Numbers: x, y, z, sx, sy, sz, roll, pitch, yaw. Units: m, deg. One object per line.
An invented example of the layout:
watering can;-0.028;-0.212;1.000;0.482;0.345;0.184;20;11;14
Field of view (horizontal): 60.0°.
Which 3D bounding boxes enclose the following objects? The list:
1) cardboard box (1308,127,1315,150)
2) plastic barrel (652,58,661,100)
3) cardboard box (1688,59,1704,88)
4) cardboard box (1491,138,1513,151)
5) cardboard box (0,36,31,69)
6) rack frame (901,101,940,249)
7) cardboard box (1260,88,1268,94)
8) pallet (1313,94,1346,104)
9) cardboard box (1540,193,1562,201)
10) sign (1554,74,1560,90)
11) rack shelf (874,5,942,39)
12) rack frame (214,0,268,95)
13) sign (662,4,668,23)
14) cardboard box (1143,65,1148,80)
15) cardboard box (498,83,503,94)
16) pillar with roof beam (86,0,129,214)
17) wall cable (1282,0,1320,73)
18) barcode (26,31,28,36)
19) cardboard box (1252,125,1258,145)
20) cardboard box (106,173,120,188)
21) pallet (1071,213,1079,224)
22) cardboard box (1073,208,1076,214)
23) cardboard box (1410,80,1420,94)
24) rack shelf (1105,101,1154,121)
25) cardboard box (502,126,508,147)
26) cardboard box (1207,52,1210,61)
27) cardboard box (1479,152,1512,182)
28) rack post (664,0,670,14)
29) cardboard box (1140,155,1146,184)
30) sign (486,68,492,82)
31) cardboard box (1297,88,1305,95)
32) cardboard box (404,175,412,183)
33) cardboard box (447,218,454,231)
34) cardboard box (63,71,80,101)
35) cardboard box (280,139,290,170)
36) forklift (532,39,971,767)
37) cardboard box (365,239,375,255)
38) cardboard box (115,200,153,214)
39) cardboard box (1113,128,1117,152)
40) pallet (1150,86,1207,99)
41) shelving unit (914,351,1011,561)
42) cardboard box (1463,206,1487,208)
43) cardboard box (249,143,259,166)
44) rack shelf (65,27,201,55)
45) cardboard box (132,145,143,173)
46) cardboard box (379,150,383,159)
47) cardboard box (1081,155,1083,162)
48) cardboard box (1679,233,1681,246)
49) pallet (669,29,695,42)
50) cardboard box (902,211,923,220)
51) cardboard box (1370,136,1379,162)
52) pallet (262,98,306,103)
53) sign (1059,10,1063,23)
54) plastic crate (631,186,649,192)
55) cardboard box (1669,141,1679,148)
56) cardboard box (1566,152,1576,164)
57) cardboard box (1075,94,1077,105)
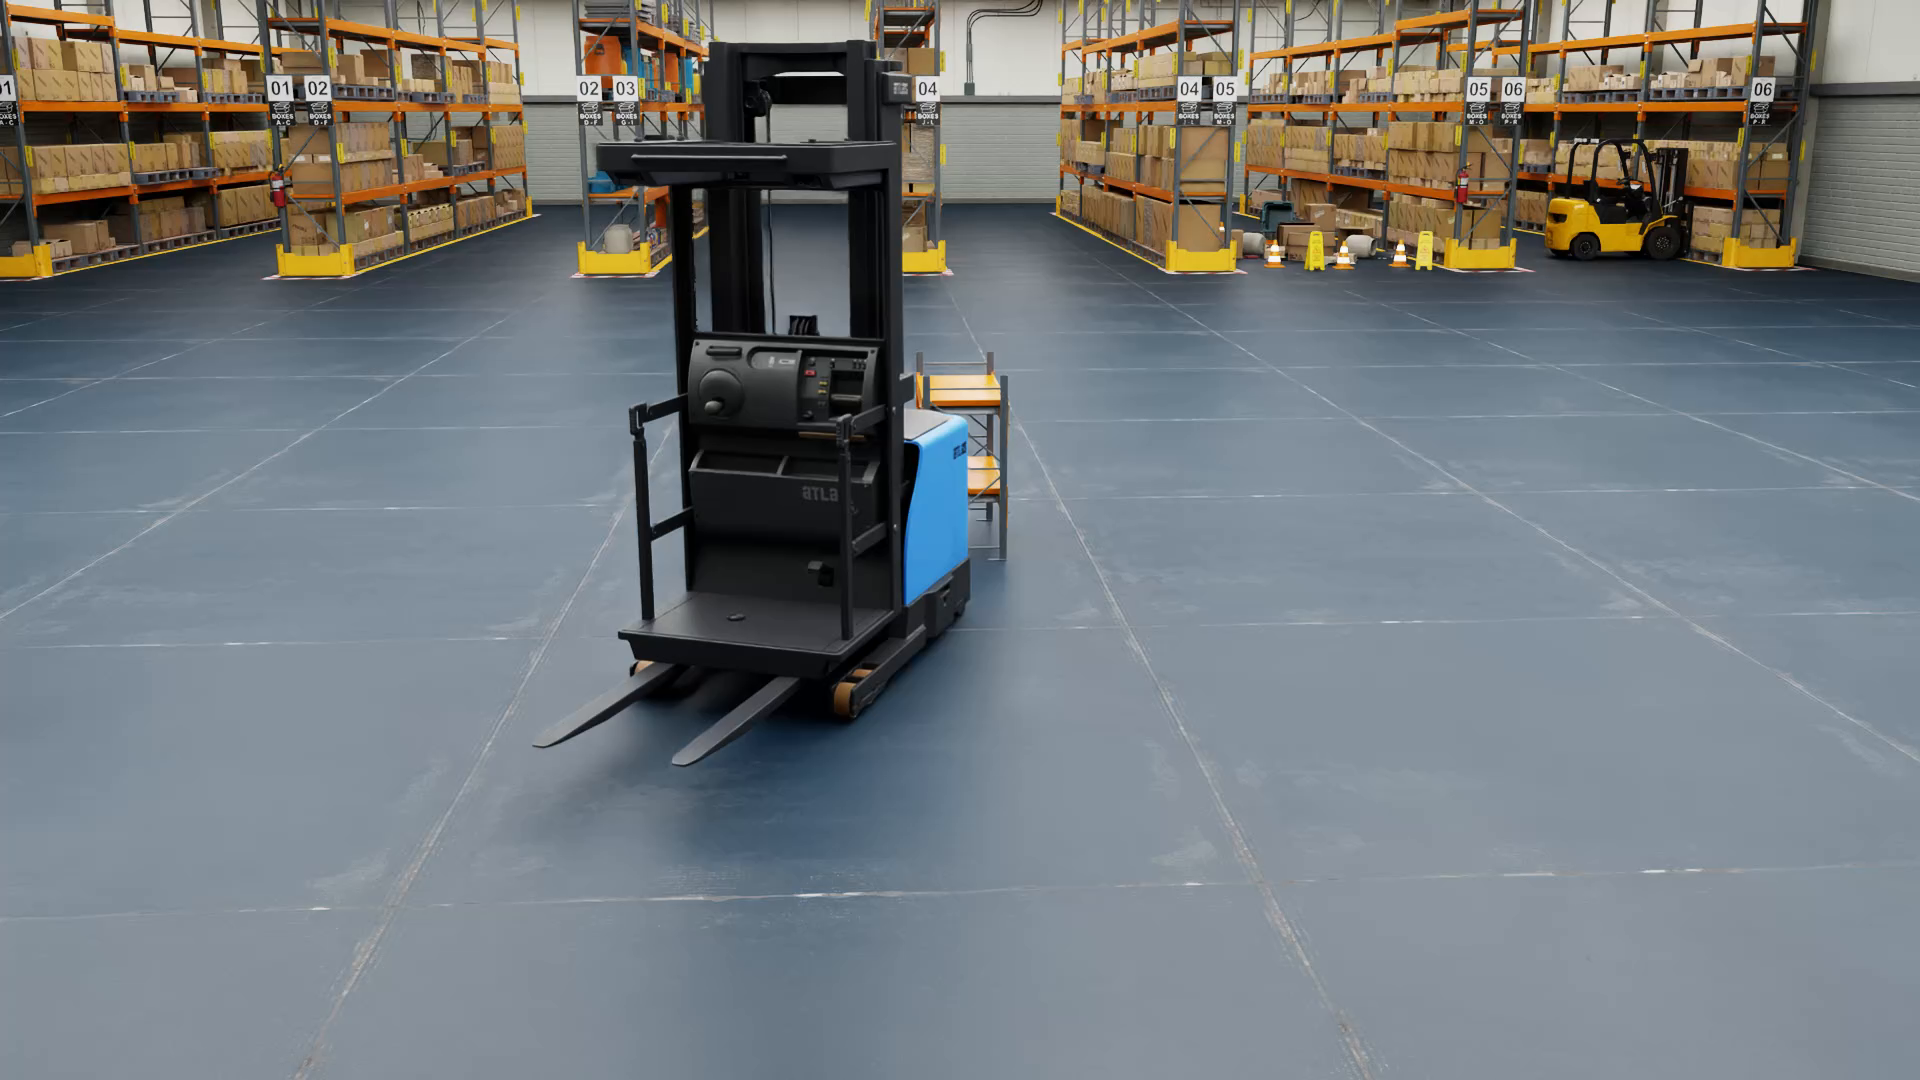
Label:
cardboard box;8.204;-9.088;37.620;0.500;0.500;0.500;-1;14;-3
plastic barrel;-6.439;-9.438;34.162;0.600;0.901;0.600;0;14;0
cardboard box;13.779;-8.531;30.391;0.797;0.503;0.637;0;14;-2
cardboard box;13.074;-9.380;39.919;0.700;0.500;0.500;-1;14;-2
cardboard box;-15.447;-7.902;26.952;0.500;0.500;0.500;-2;15;-7
rack frame;-0.834;-6.037;27.970;1.000;3.000;0.127;-1;14;-3
cardboard box;7.904;-11.478;42.557;0.380;0.149;0.250;0;14;-1
pallet;8.469;-9.700;36.566;1.213;0.211;1.003;0;14;-1
cardboard box;13.232;-7.683;37.239;0.380;0.149;0.250;-2;15;-6
sign;12.974;-9.952;36.130;0.100;0.325;0.005;-1;14;-3
rack shelf;-0.958;-9.090;29.245;1.077;0.370;4.000;-1;14;-3
rack frame;-16.409;-11.697;37.930;1.000;3.000;0.127;-1;14;-3
sign;-5.475;-9.765;30.840;0.100;0.325;0.005;-1;14;-3
cardboard box;3.659;-8.608;30.602;0.500;0.250;0.500;-1;14;-4
cardboard box;-11.299;-10.865;40.013;0.500;0.250;0.500;-1;14;-3
pillar with roof beam;-12.647;-10.432;33.013;9.100;9.000;0.400;-1;14;-3
wall cable;10.966;-14.548;48.932;2.988;3.039;0.133;-1;14;-3
barcode;-16.256;-8.823;28.965;0.001;0.075;0.075;-1;14;-3
cardboard box;7.850;-10.450;42.913;0.500;0.500;0.500;-1;14;-5
cardboard box;-15.559;-6.502;30.039;0.500;0.250;0.500;-1;14;-3
pallet;3.303;-7.889;40.763;1.003;0.211;1.213;-1;14;-3
cardboard box;3.002;-8.118;40.938;0.380;0.149;0.250;-1;14;-5
cardboard box;8.623;-8.342;30.614;0.500;0.250;0.500;-1;14;-3
rack shelf;3.751;-8.685;33.685;1.077;0.370;4.000;-1;14;-3
cardboard box;-11.277;-9.780;40.309;0.500;0.500;0.500;-1;14;-5
cardboard box;4.405;-8.208;28.247;0.380;0.149;0.250;-1;14;-3
cardboard box;9.305;-6.504;28.989;0.500;0.500;0.500;-1;14;-4
rack post;-6.419;-11.297;35.341;0.624;0.289;0.986;-1;14;-3
cardboard box;3.910;-7.064;31.661;0.875;0.550;0.550;-1;14;-3
sign;-10.911;-10.773;38.528;0.100;0.325;0.005;-1;14;-3
cardboard box;8.043;-10.397;38.522;0.380;0.166;0.250;-2;15;-7
cardboard box;-10.820;-6.982;32.145;0.380;0.149;0.250;-1;14;-3
cardboard box;-10.941;-6.619;34.908;0.500;0.250;0.500;-1;14;-2
cardboard box;-15.525;-7.801;28.567;0.500;0.500;0.500;0;14;0
cardboard box;-16.426;-9.072;39.165;0.980;0.700;0.700;-1;14;-3
forklift;-0.887;-0.732;7.490;1.130;2.935;3.031;5;15;18
cardboard box;-10.598;-5.142;29.167;0.500;0.250;0.500;-1;14;-3
cardboard box;-16.006;-6.460;32.244;0.500;0.250;0.500;-1;14;-5
cardboard box;3.645;-8.499;35.331;0.700;0.500;0.500;-1;14;-4
pallet;3.988;-7.987;29.705;1.003;0.211;1.213;-1;14;-3
shelving unit;0.000;-0.546;10.393;0.538;1.125;1.048;-1;14;-3
cardboard box;9.244;-5.766;30.086;0.500;0.500;0.500;-1;14;-6
cardboard box;-16.064;-8.631;37.216;0.500;0.500;0.500;-1;14;-3
rack shelf;-16.037;-9.663;32.270;1.077;0.370;4.000;-1;14;-3
cardboard box;-15.911;-7.191;31.371;0.700;0.500;0.500;-1;14;-3
cardboard box;-10.689;-6.986;30.156;0.380;0.149;0.250;-1;14;-4
cardboard box;3.010;-8.793;38.341;0.380;0.149;0.250;-2;15;-6
cardboard box;13.569;-5.628;31.057;0.500;0.250;0.500;0;14;-2
pallet;-6.287;-10.750;35.430;1.213;0.211;1.003;-1;14;-3
cardboard box;-1.098;-6.187;32.688;0.700;0.500;0.500;-2;15;-8
cardboard box;8.520;-7.815;33.241;0.500;0.500;0.500;-1;14;-3
pallet;-16.521;-10.708;40.283;1.003;0.211;1.213;-1;14;-3
sign;2.590;-13.455;42.729;0.100;0.325;0.005;-1;14;-3
plastic crate;-5.512;-6.060;28.590;0.298;0.136;0.250;-1;14;-3
cardboard box;13.574;-7.428;31.278;0.380;0.149;0.250;-1;14;-4
cardboard box;13.329;-8.188;35.627;0.500;0.250;0.500;0;14;-2
cardboard box;3.060;-10.695;40.355;0.500;0.250;0.500;-1;14;-4
